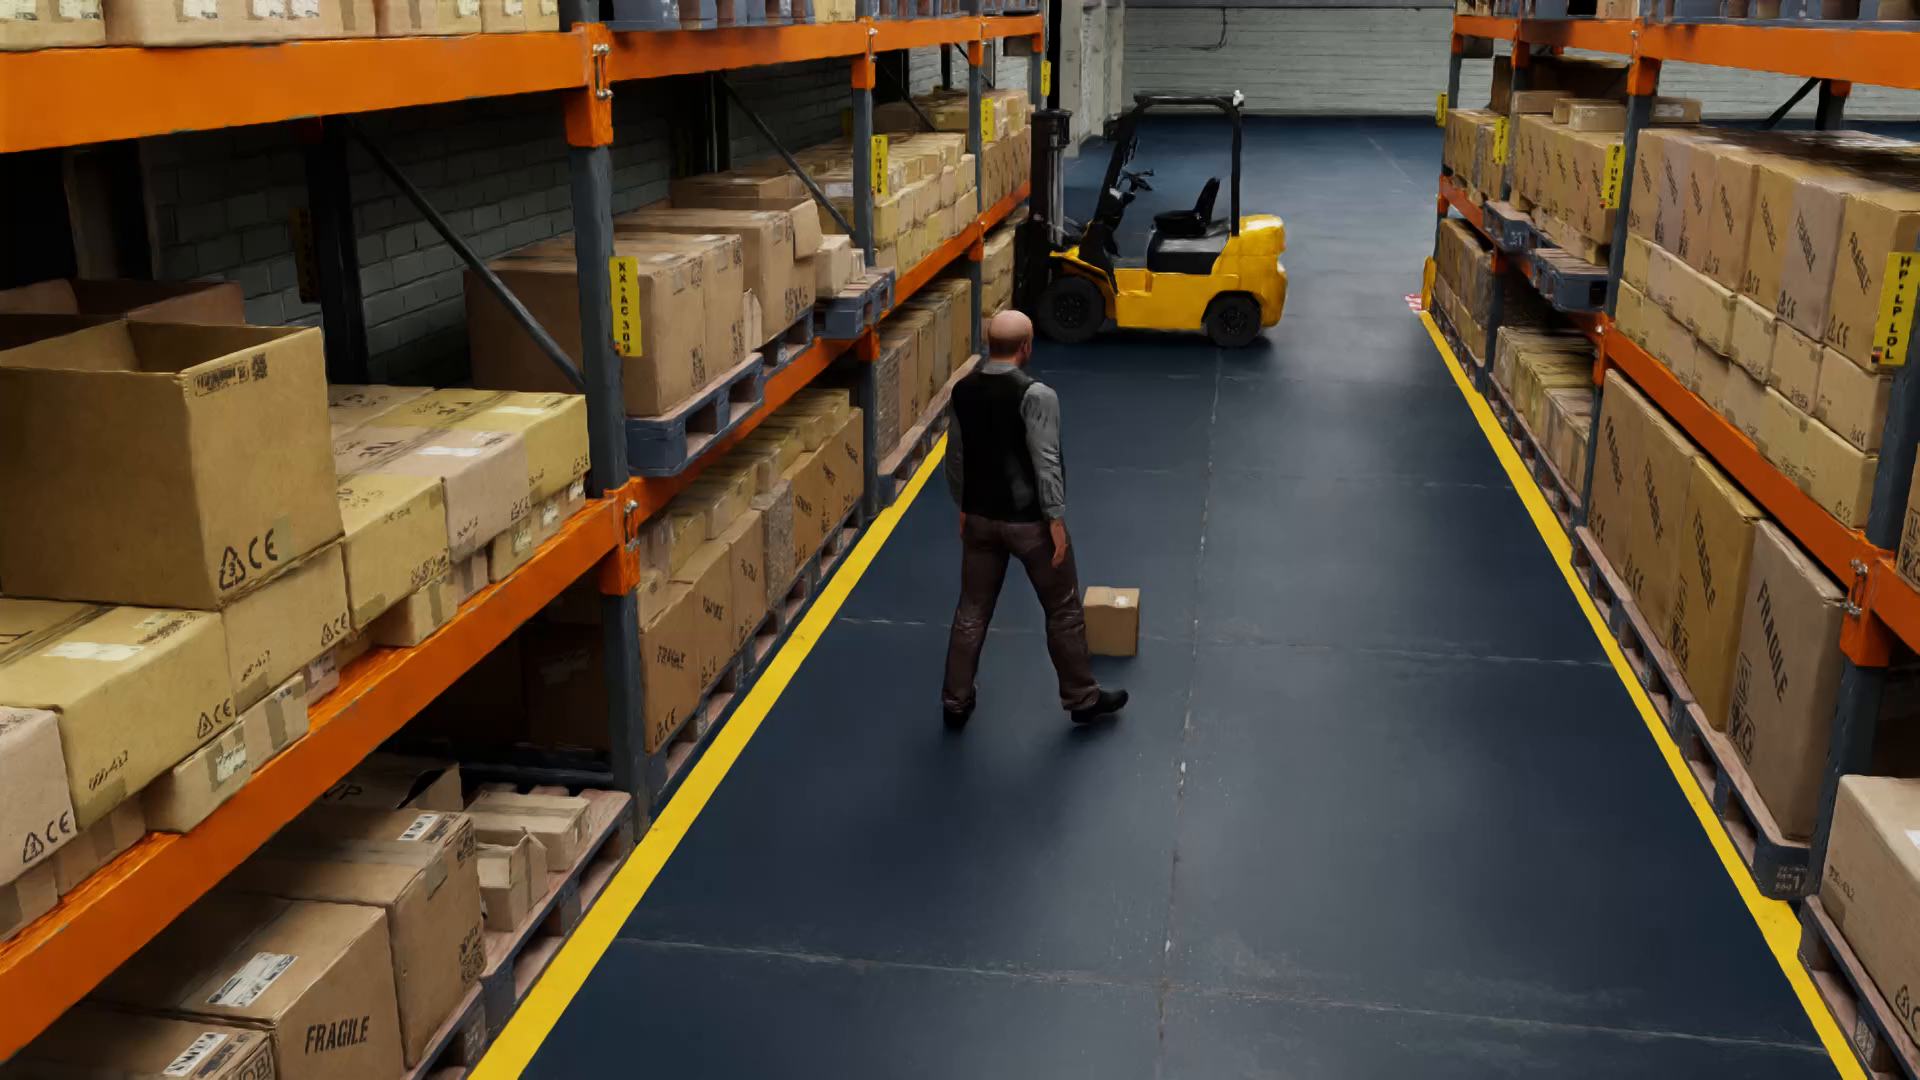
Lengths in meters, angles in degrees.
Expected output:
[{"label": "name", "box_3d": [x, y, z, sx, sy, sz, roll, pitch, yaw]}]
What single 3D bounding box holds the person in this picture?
[{"label": "person", "box_3d": [0.270, -0.082, 6.796, 0.714, 1.706, 0.626, 14, 22, 37]}]
